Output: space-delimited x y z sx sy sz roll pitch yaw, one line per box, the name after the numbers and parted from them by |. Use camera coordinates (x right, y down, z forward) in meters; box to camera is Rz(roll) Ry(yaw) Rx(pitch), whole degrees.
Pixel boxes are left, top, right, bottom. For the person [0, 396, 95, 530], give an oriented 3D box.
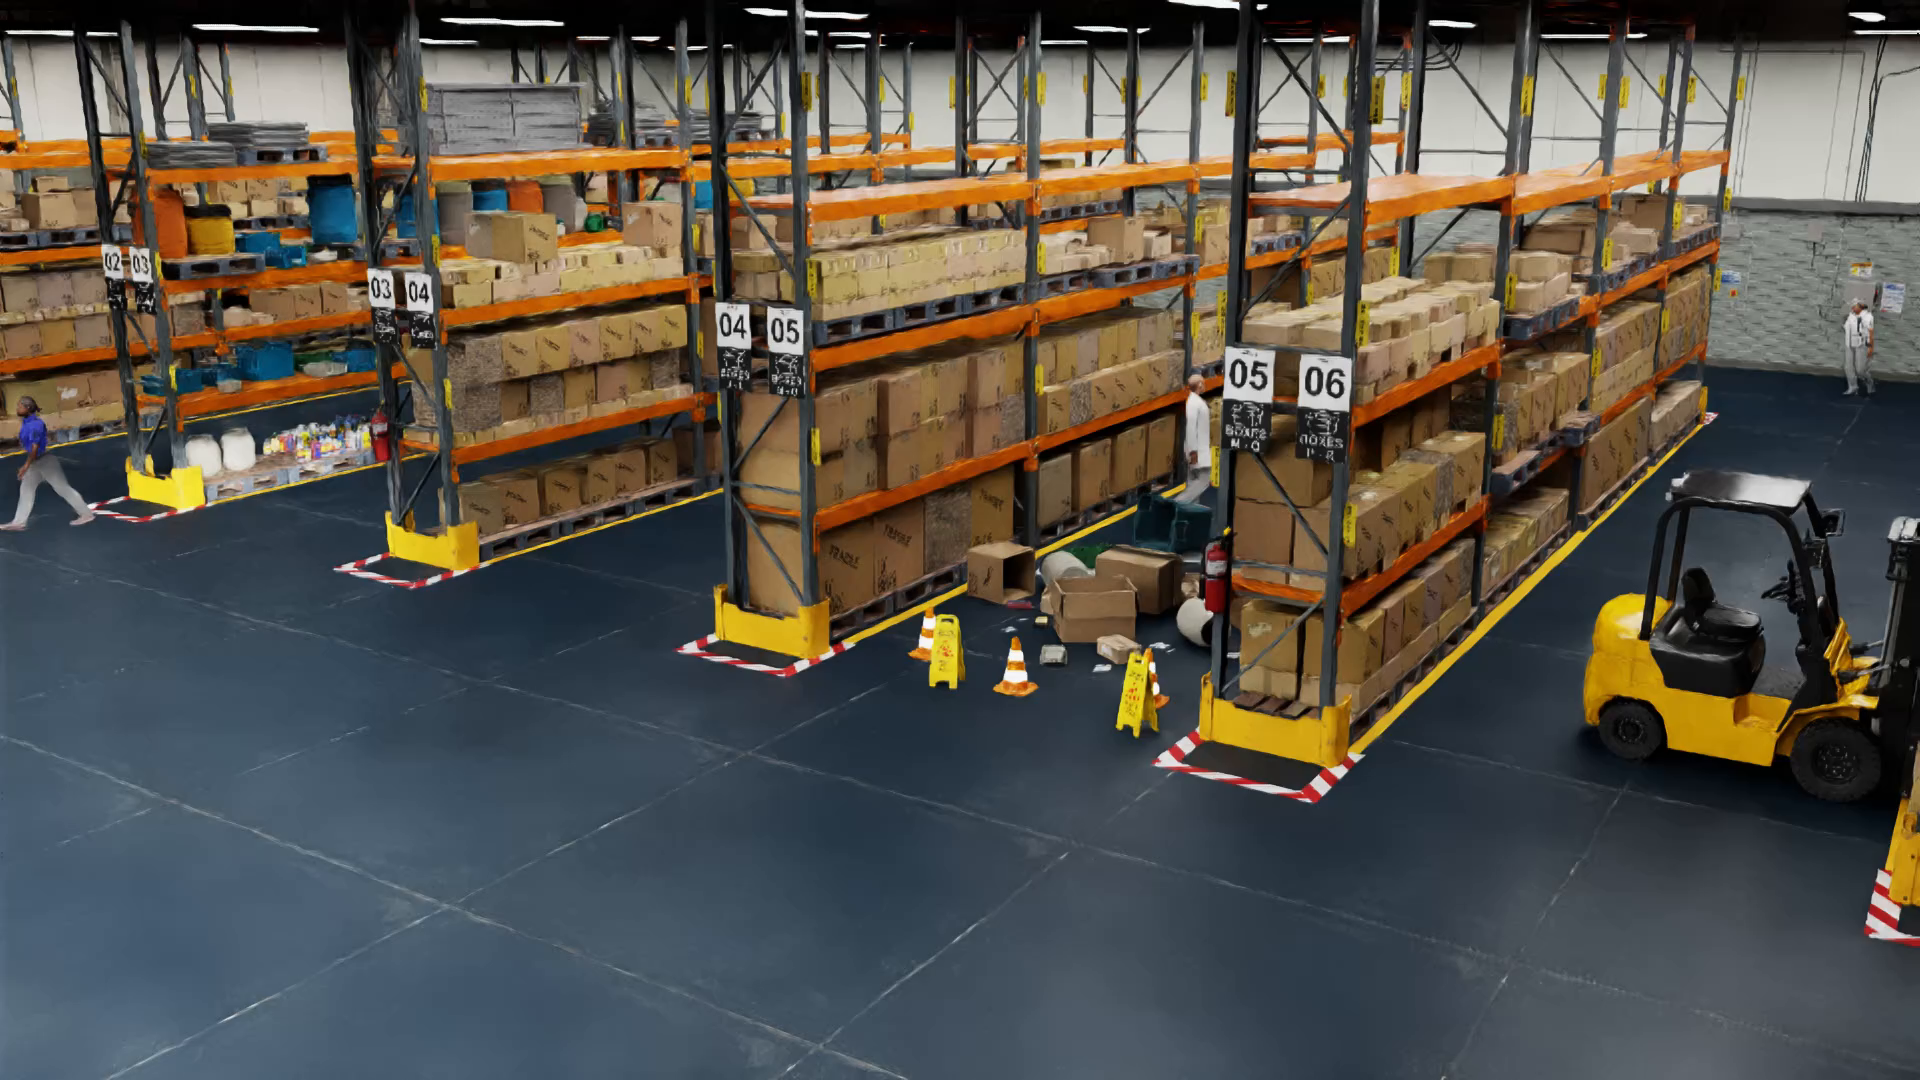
-10.780 -0.905 19.456 0.443 1.587 0.989 13 20 40 | person

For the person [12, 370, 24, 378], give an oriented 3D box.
-15.068 -2.901 26.622 0.621 1.608 0.811 4 16 15 | person

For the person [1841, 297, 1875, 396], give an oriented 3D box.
15.051 -3.232 27.773 0.584 1.653 0.550 -6 17 -19 | person

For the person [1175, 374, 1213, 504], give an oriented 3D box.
2.798 -1.032 19.825 0.518 1.664 0.634 2 16 8 | person
